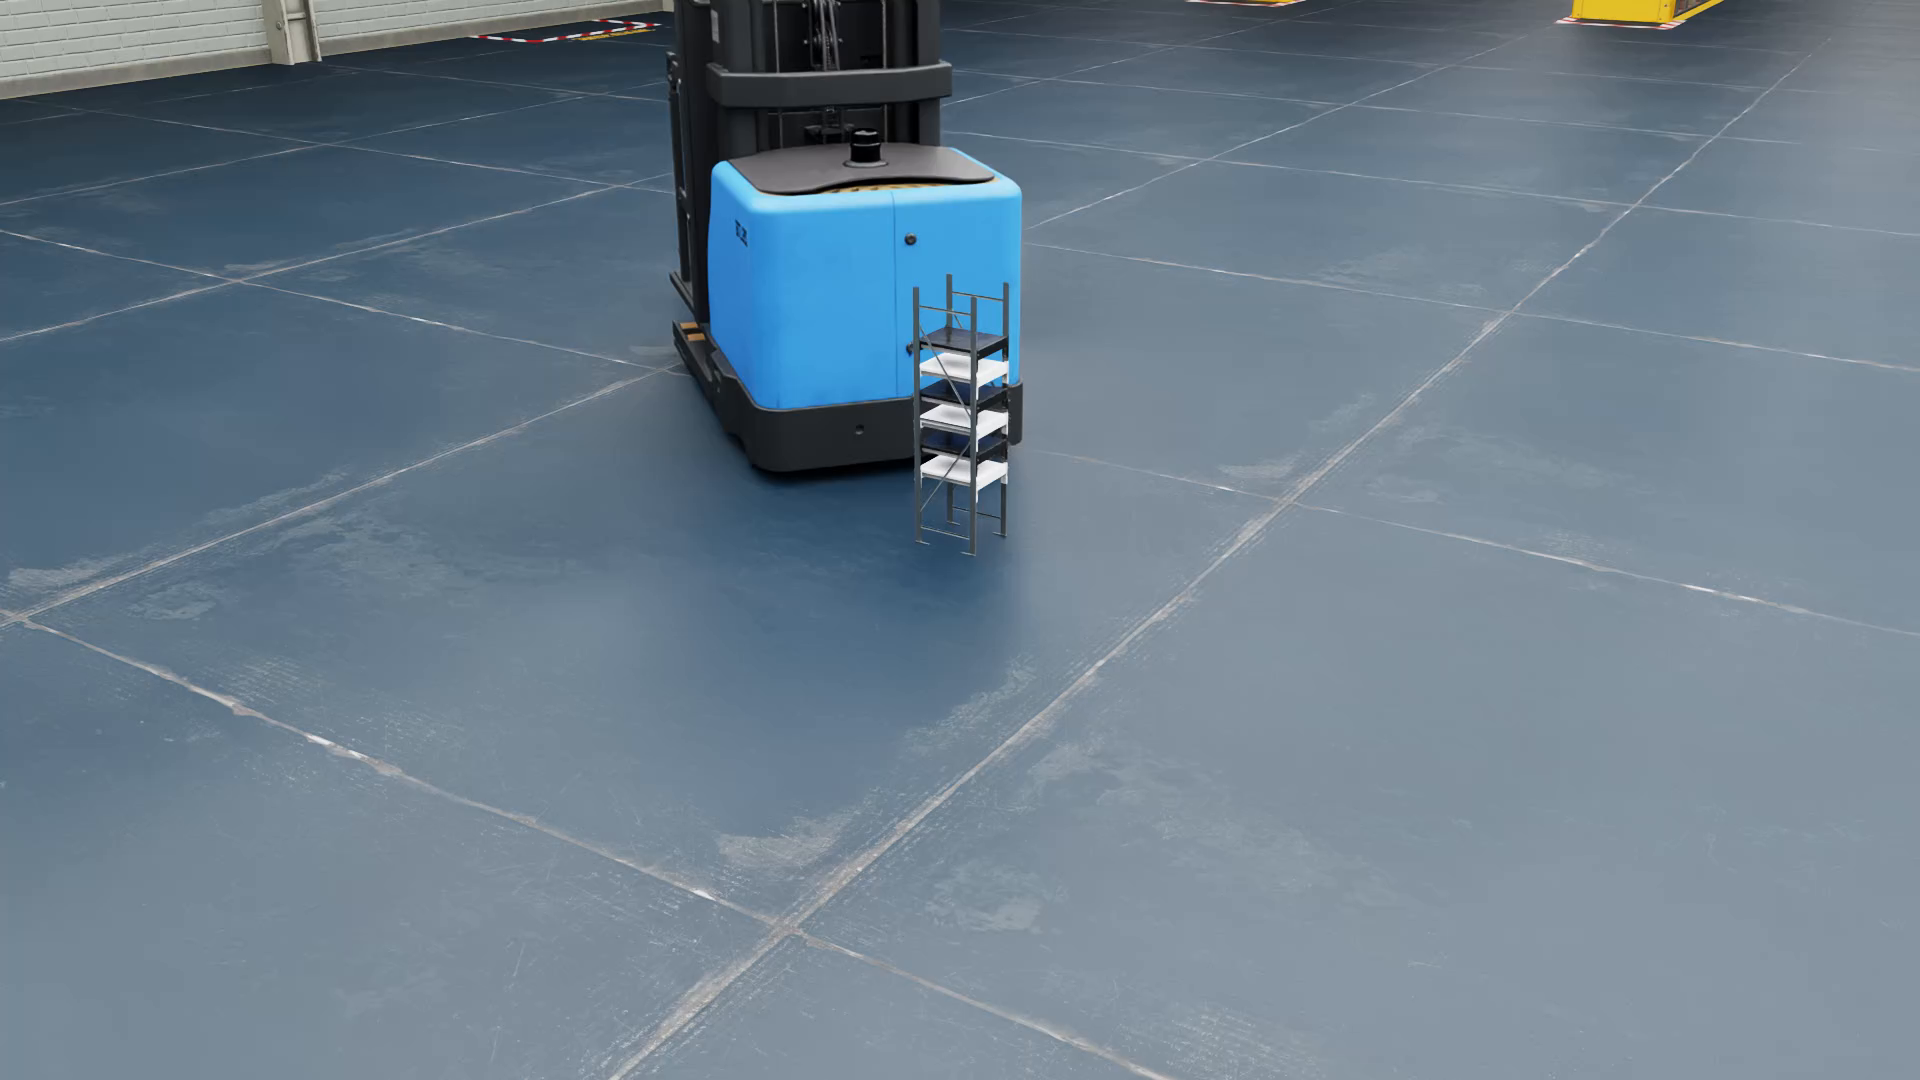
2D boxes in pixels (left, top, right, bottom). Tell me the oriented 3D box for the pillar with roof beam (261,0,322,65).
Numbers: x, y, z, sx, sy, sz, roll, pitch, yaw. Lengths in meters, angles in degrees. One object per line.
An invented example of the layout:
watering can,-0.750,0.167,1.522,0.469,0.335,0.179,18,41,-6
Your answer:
pillar with roof beam,-3.178,-8.155,13.260,9.100,9.000,0.400,14,27,29

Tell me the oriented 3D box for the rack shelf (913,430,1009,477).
rack shelf,0.004,-0.303,5.627,0.258,0.077,0.200,14,27,29

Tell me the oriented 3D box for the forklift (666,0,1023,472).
forklift,-0.694,-2.156,7.041,1.130,2.935,3.031,-7,24,-16

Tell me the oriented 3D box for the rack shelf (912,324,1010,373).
rack shelf,0.004,-0.633,5.484,0.258,0.077,0.200,14,27,29

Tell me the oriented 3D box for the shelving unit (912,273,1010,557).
shelving unit,0.004,-0.416,5.578,0.258,0.900,0.210,14,27,29

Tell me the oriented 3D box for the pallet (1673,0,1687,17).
pallet,8.710,-6.889,21.398,1.003,0.211,1.213,14,27,29

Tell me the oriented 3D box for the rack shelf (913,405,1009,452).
rack shelf,0.004,-0.385,5.591,0.258,0.077,0.200,14,27,29

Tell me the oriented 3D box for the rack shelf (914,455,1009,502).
rack shelf,0.004,-0.220,5.662,0.258,0.077,0.200,14,27,29

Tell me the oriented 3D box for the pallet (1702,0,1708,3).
pallet,9.997,-7.713,23.300,1.003,0.211,1.213,14,27,29

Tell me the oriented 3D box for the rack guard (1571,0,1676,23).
rack guard,8.277,-6.749,20.710,1.175,0.500,0.348,14,27,29

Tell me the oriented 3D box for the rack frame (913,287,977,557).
rack frame,-0.049,-0.381,5.498,0.240,0.900,0.006,14,27,29

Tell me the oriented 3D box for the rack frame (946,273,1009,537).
rack frame,0.058,-0.450,5.657,0.240,0.900,0.006,14,27,29

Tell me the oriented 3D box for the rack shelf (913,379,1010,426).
rack shelf,0.004,-0.468,5.555,0.258,0.077,0.200,14,27,29

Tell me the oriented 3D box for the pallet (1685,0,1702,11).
pallet,9.354,-7.299,22.345,1.003,0.211,1.213,14,27,29

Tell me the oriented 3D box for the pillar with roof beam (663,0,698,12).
pillar with roof beam,-0.013,-10.180,17.938,9.100,9.000,0.400,14,27,29

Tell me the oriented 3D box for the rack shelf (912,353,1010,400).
rack shelf,0.004,-0.550,5.519,0.258,0.077,0.200,14,27,29

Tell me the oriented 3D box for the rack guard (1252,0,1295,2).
rack guard,4.058,-7.744,23.010,1.175,0.500,0.348,14,27,29
